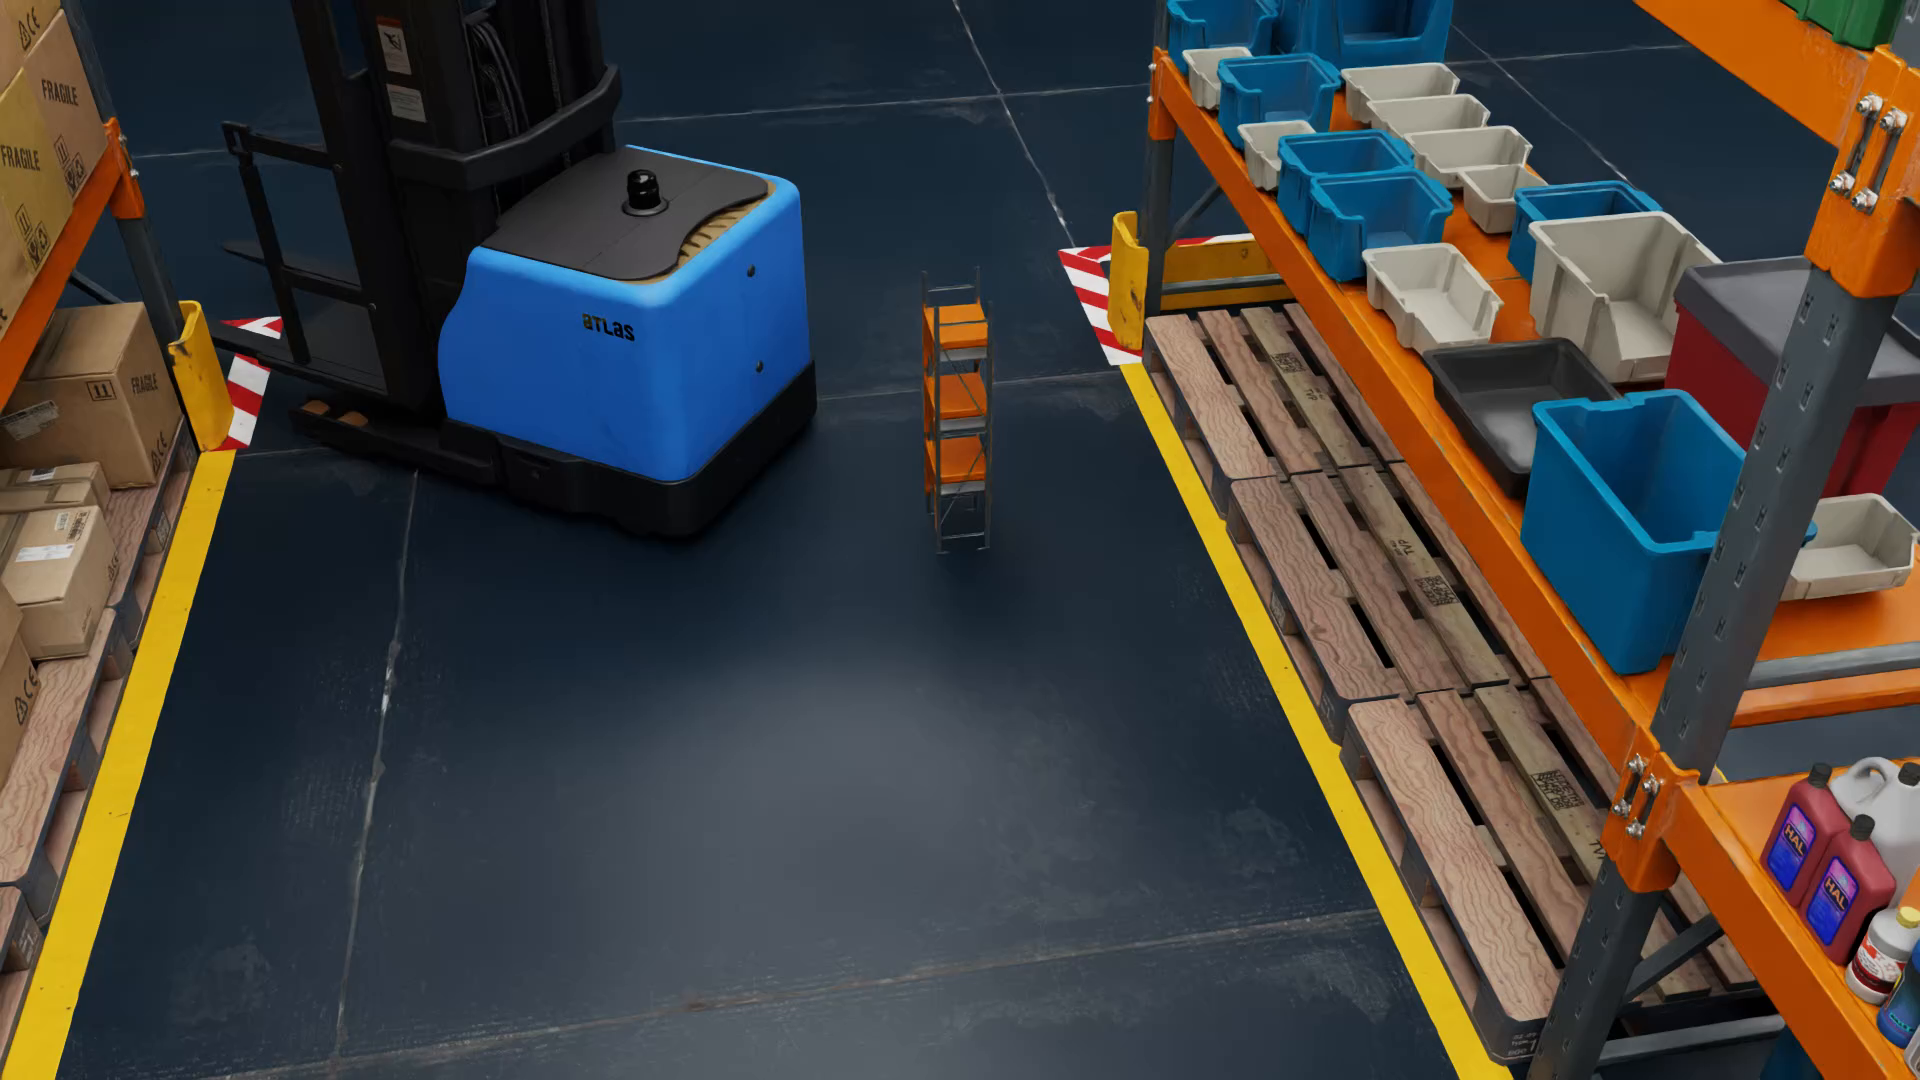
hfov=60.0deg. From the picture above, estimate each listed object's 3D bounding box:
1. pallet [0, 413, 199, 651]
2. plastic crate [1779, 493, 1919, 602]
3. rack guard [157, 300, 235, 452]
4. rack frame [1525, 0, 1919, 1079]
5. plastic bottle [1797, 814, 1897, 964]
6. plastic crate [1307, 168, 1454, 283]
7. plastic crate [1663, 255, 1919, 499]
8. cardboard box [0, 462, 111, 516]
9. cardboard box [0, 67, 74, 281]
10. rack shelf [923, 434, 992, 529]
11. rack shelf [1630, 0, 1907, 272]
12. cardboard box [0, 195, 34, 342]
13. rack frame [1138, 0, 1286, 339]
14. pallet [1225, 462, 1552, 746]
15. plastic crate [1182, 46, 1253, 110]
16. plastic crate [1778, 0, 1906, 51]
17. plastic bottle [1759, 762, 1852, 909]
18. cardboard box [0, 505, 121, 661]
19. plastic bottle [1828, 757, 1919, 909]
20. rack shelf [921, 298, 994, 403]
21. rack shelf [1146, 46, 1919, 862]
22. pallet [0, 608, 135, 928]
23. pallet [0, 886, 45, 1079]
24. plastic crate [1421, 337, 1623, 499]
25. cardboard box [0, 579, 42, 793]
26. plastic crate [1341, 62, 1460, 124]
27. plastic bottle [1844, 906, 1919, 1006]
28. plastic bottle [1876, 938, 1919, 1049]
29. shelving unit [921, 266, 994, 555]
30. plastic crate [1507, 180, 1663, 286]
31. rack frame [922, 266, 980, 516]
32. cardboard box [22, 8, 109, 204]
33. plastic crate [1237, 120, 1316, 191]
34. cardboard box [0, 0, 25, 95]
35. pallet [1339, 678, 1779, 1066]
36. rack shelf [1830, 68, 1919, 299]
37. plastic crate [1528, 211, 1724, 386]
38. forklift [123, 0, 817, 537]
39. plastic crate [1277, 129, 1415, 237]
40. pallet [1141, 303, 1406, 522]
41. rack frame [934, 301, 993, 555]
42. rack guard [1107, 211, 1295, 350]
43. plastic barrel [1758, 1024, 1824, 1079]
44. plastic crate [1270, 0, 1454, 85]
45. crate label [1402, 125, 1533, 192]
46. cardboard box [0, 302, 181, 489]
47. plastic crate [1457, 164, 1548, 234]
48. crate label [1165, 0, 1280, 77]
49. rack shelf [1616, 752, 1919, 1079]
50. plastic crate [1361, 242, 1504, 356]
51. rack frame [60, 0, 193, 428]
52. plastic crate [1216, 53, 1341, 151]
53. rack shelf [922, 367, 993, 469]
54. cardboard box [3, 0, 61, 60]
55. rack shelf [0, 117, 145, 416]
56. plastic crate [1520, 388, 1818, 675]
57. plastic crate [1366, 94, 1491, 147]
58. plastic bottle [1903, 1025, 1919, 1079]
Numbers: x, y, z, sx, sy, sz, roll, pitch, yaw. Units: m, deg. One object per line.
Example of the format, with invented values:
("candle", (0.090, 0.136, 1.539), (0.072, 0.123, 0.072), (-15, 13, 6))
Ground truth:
("pallet", (-3.444, -0.008, 6.089), (1.003, 0.211, 1.213), (-6, 38, -8))
("plastic crate", (2.040, 0.033, 3.929), (0.396, 0.136, 0.243), (-6, 38, -8))
("rack guard", (-3.585, -0.604, 6.620), (1.175, 0.500, 0.348), (-6, 38, -8))
("rack frame", (1.980, 0.249, 3.485), (1.000, 3.000, 0.127), (-6, 38, -8))
("plastic bottle", (1.648, 0.643, 3.073), (0.061, 0.283, 0.133), (-6, 38, -8))
("plastic crate", (1.282, -0.964, 5.133), (0.416, 0.233, 0.300), (-6, 38, -8))
("plastic crate", (2.071, -0.367, 4.176), (0.402, 0.464, 0.583), (-6, 38, -8))
("cardboard box", (-3.278, -0.136, 5.930), (0.380, 0.166, 0.250), (-6, 38, -8))
("cardboard box", (-3.157, -1.122, 5.168), (0.500, 0.500, 0.500), (-6, 38, -8))
("rack shelf", (-0.009, -0.219, 6.147), (0.215, 0.259, 0.240), (-6, 38, -8))
("rack shelf", (1.630, -1.860, 4.340), (1.077, 0.370, 4.000), (-6, 38, -8))
("cardboard box", (-3.075, -0.820, 4.779), (0.500, 0.500, 0.500), (-6, 38, -8))
("rack frame", (1.279, -2.167, 6.595), (1.000, 3.000, 0.127), (-6, 38, -8))
("pallet", (1.596, 0.171, 5.857), (1.003, 0.211, 1.213), (-6, 38, -8))
("plastic crate", (0.973, -1.700, 6.159), (0.250, 0.136, 0.298), (-6, 38, -8))
("plastic crate", (1.609, -1.076, 2.917), (0.450, 0.188, 0.662), (-6, 38, -8))
("plastic bottle", (1.625, 0.562, 3.177), (0.061, 0.283, 0.133), (-6, 38, -8))
("cardboard box", (-3.123, 0.154, 5.489), (0.500, 0.250, 0.500), (-6, 38, -8))
("plastic bottle", (1.730, 0.540, 3.150), (0.144, 0.351, 0.185), (-6, 38, -8))
("rack shelf", (-0.009, -0.663, 5.802), (0.215, 0.259, 0.240), (-6, 38, -8))
("rack shelf", (1.630, -0.675, 5.261), (1.077, 0.370, 4.000), (-6, 38, -8))
("pallet", (-3.234, 0.727, 5.142), (1.003, 0.211, 1.213), (-6, 38, -8))
("pallet", (-3.016, 1.465, 4.192), (1.003, 0.211, 1.213), (-6, 38, -8))
("plastic crate", (1.520, -0.314, 4.384), (0.437, 0.125, 0.590), (-6, 38, -8))
("cardboard box", (-3.231, 0.457, 4.893), (0.797, 0.503, 0.637), (-6, 38, -8))
("plastic crate", (1.600, -1.614, 6.048), (0.396, 0.136, 0.243), (-6, 38, -8))
("plastic bottle", (1.686, 0.743, 3.011), (0.097, 0.201, 0.097), (0, 38, 0))
("plastic bottle", (1.703, 0.774, 2.914), (0.097, 0.271, 0.097), (0, 38, 0))
("shelving unit", (-0.009, -0.447, 5.970), (0.215, 1.050, 0.252), (-6, 38, -8))
("plastic crate", (1.892, -0.912, 5.067), (0.416, 0.233, 0.300), (-6, 38, -8))
("rack frame", (-0.031, -0.521, 6.064), (0.200, 1.050, 0.008), (-6, 38, -8))
("cardboard box", (-3.252, -1.435, 5.571), (0.500, 0.500, 0.500), (-5, 38, -7))
("plastic crate", (1.092, -1.290, 5.632), (0.250, 0.136, 0.298), (-6, 38, -8))
("cardboard box", (-3.160, -1.527, 4.874), (0.500, 0.500, 0.500), (-5, 38, -7))
("pallet", (1.813, 0.910, 4.907), (1.003, 0.211, 1.213), (-6, 38, -8))
("rack shelf", (2.331, 0.556, 1.231), (1.077, 0.370, 4.000), (-6, 38, -8))
("plastic crate", (1.894, -0.670, 4.716), (0.437, 0.282, 0.530), (-6, 38, -8))
("forklift", (-2.143, -1.781, 6.153), (3.031, 2.935, 1.130), (16, 41, 20))
("plastic crate", (1.229, -1.145, 5.367), (0.416, 0.233, 0.300), (-6, 38, -8))
("pallet", (1.386, -0.564, 6.804), (1.003, 0.211, 1.213), (-6, 38, -8))
("rack frame", (0.012, -0.373, 5.875), (0.200, 1.050, 0.008), (-6, 38, -8))
("rack guard", (1.262, -1.193, 7.379), (1.175, 0.500, 0.348), (-6, 38, -8))
("plastic barrel", (2.059, 1.242, 3.575), (0.600, 0.901, 0.708), (-6, 38, -8))
("plastic crate", (1.522, -2.023, 6.331), (0.616, 0.435, 0.499), (-6, 38, -8))
("crate label", (1.710, -1.272, 5.608), (0.396, 0.136, 0.243), (-6, 38, -8))
("cardboard box", (-3.260, -0.522, 6.155), (0.500, 0.500, 0.500), (-6, 38, -8))
("plastic crate", (1.780, -1.095, 5.380), (0.298, 0.136, 0.250), (-6, 38, -8))
("crate label", (0.998, -1.940, 6.390), (0.416, 0.233, 0.303), (-6, 38, -8))
("rack shelf", (2.331, 1.741, 2.151), (1.077, 0.370, 4.000), (-6, 38, -8))
("plastic crate", (1.379, -0.690, 4.860), (0.293, 0.136, 0.466), (-6, 38, -8))
("rack frame", (-3.598, -1.637, 5.912), (1.000, 3.000, 0.127), (-6, 38, -8))
("plastic crate", (1.114, -1.543, 5.878), (0.416, 0.233, 0.300), (-6, 38, -8))
("rack shelf", (-0.009, -0.439, 5.976), (0.215, 0.259, 0.240), (-6, 38, -8))
("cardboard box", (-3.249, -1.832, 5.267), (0.500, 0.500, 0.500), (-7, 38, -8))
("rack shelf", (-3.247, -0.145, 4.578), (1.077, 0.370, 4.000), (-6, 38, -8))
("plastic crate", (1.563, -0.014, 3.787), (0.392, 0.384, 0.575), (-6, 38, -8))
("plastic crate", (1.637, -1.437, 5.821), (0.396, 0.136, 0.243), (-6, 38, -8))
("plastic bottle", (1.751, 0.839, 2.826), (0.152, 0.276, 0.135), (-6, 38, -8))
